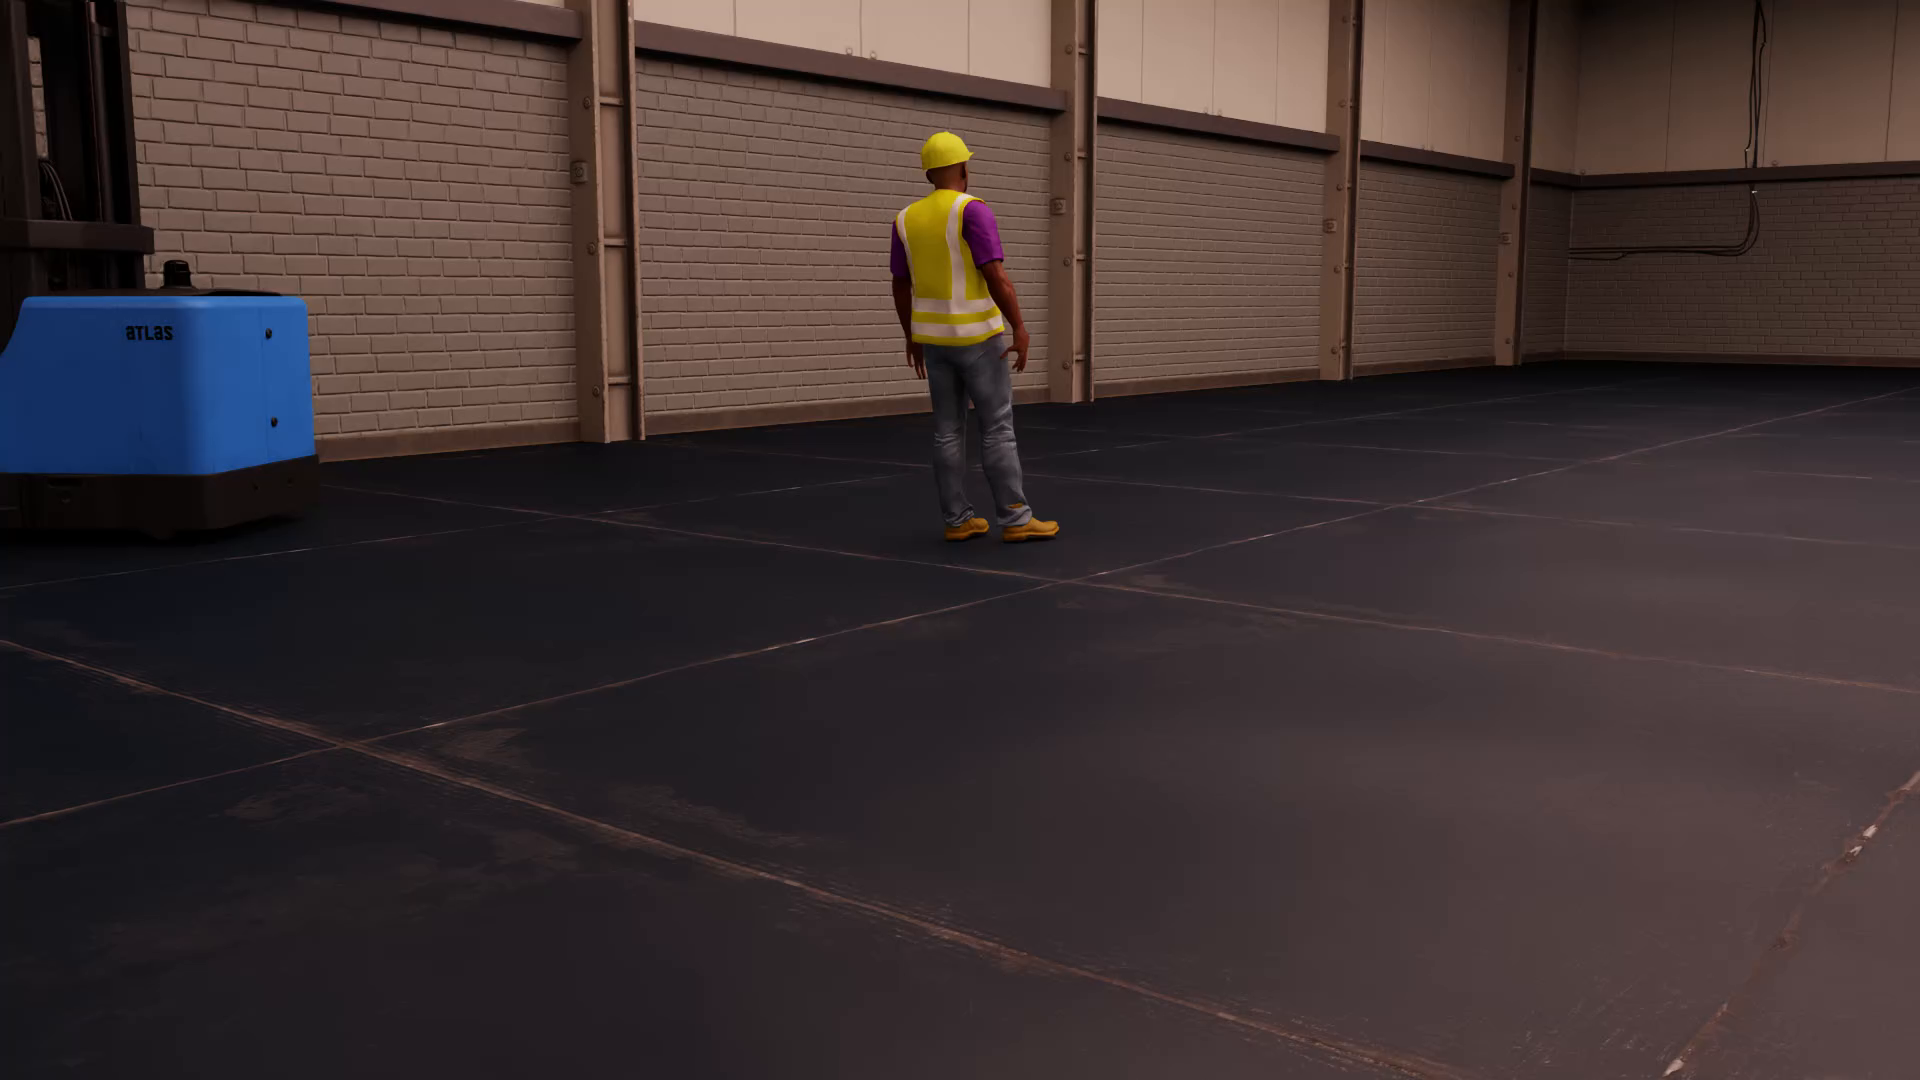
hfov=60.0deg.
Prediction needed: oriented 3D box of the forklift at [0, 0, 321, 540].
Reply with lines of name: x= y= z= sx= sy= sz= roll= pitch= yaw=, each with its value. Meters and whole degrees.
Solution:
forklift: x=-4.673 y=-1.517 z=7.648 sx=3.031 sy=2.935 sz=1.130 roll=1 pitch=8 yaw=6

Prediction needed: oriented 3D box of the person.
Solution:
person: x=0.048 y=-0.888 z=7.327 sx=0.666 sy=1.768 sz=0.575 roll=7 pitch=11 yaw=38
